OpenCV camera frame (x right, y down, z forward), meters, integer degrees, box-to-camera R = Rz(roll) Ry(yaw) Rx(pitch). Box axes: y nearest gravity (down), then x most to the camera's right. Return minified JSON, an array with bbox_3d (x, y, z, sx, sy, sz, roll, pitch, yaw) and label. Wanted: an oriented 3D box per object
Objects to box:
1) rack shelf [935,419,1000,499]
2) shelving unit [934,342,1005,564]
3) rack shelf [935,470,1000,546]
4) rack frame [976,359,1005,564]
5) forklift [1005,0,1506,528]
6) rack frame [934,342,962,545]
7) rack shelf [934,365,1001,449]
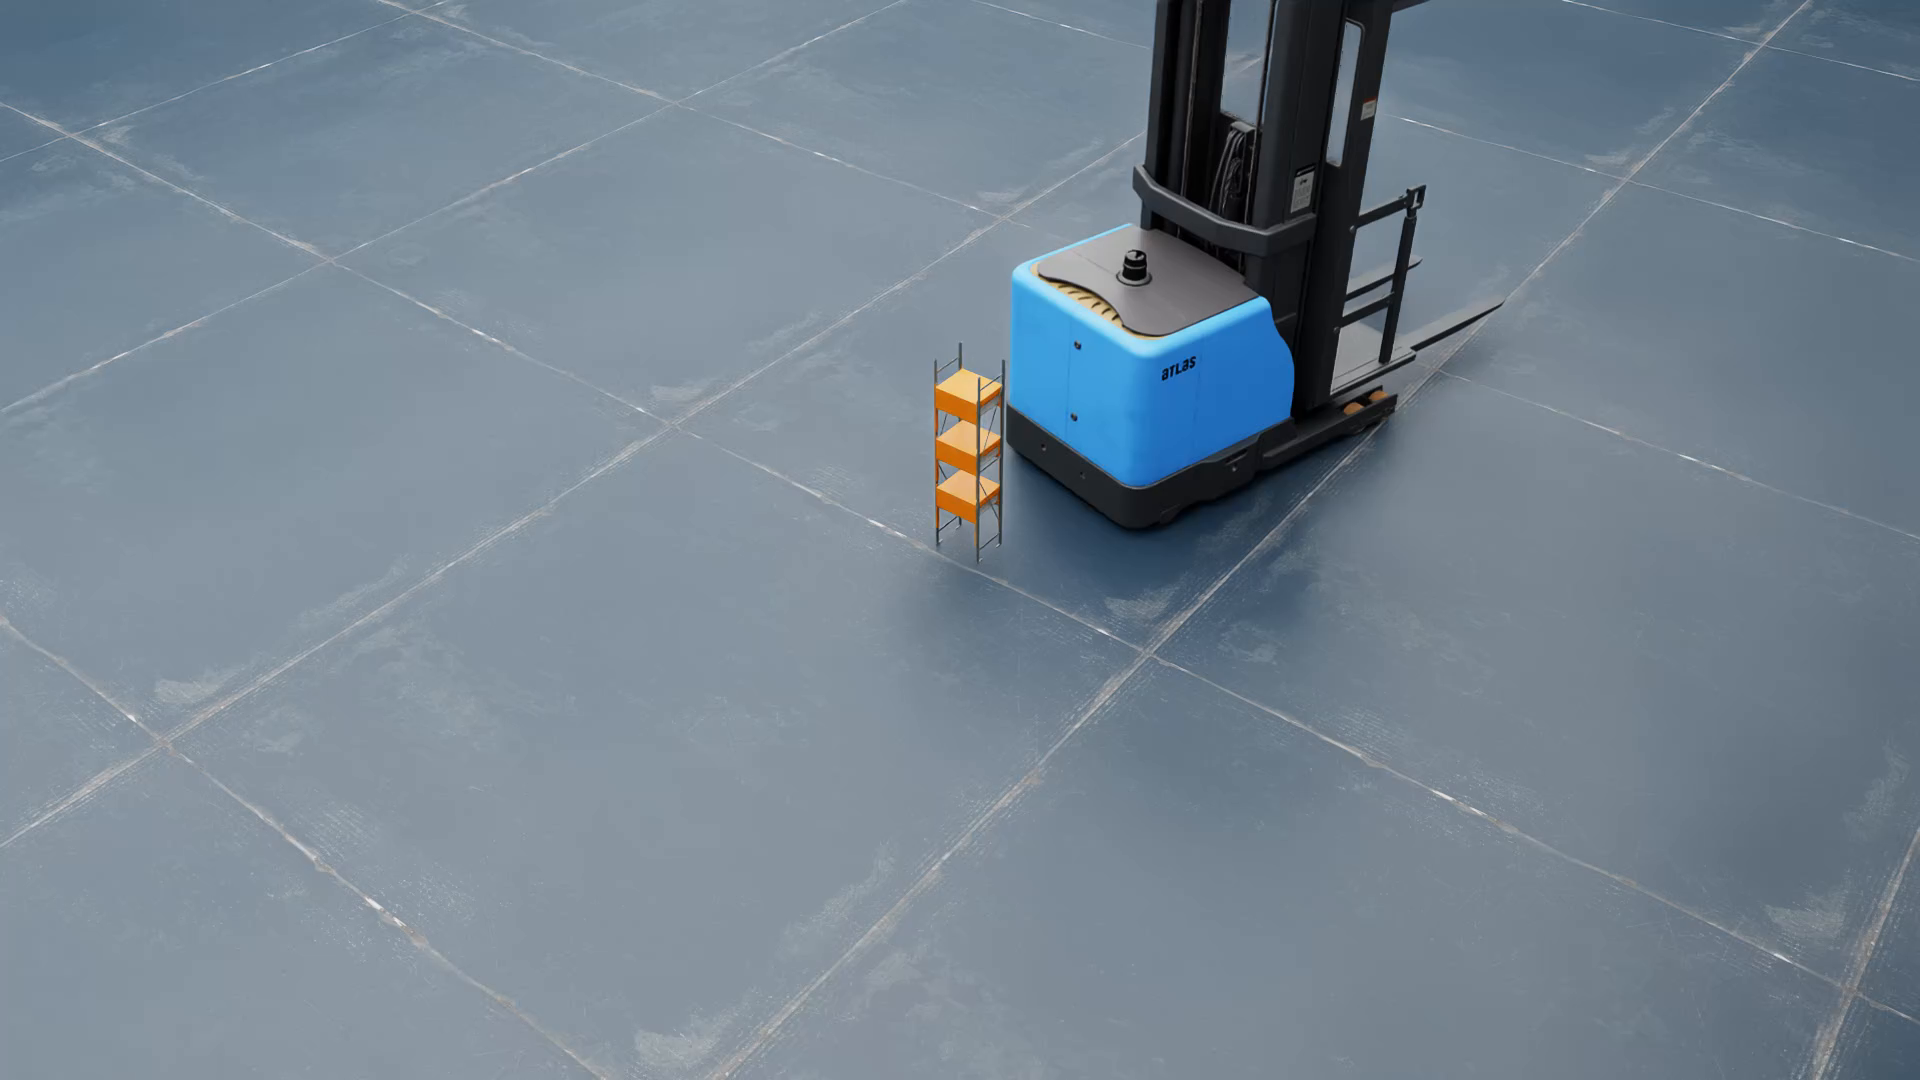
[{"bbox_3d":[0.042,-0.385,7.768,0.240,0.259,0.215,25,45,29],"label":"rack shelf"},{"bbox_3d":[0.042,-0.393,7.762,0.252,1.050,0.215,25,45,29],"label":"shelving unit"},{"bbox_3d":[0.042,-0.166,7.939,0.240,0.259,0.215,25,45,29],"label":"rack shelf"},{"bbox_3d":[0.139,-0.348,7.703,0.008,1.050,0.200,25,45,29],"label":"rack frame"},{"bbox_3d":[1.716,-1.950,8.224,3.031,2.935,1.130,-25,45,-29],"label":"forklift"},{"bbox_3d":[-0.054,-0.439,7.820,0.008,1.050,0.200,25,45,29],"label":"rack frame"},{"bbox_3d":[0.042,-0.608,7.593,0.240,0.259,0.215,25,45,29],"label":"rack shelf"}]
